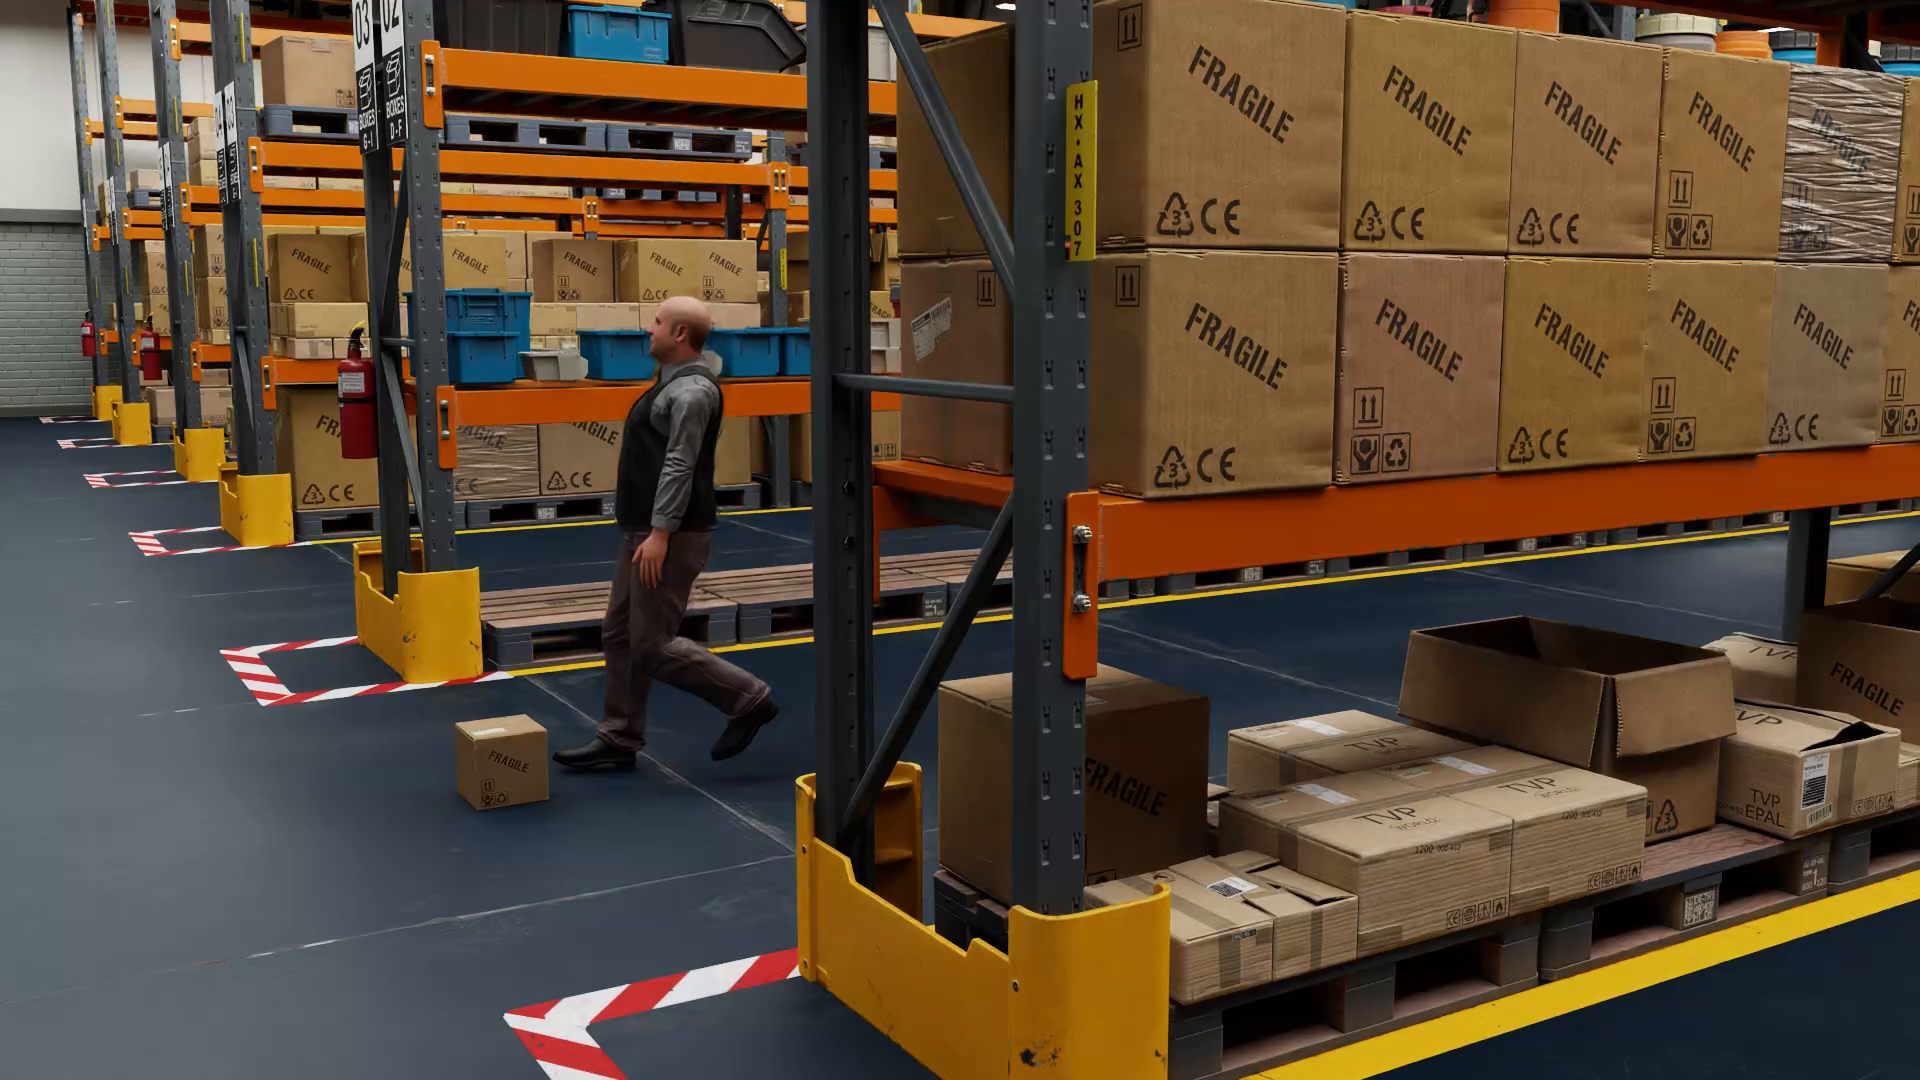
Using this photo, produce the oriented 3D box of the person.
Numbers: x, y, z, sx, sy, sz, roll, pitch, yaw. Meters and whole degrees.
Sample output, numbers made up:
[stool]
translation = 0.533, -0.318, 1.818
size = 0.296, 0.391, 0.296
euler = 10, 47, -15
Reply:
[person]
translation = -1.073, -0.013, 5.936
size = 0.783, 1.701, 0.540
euler = -3, 8, -17
